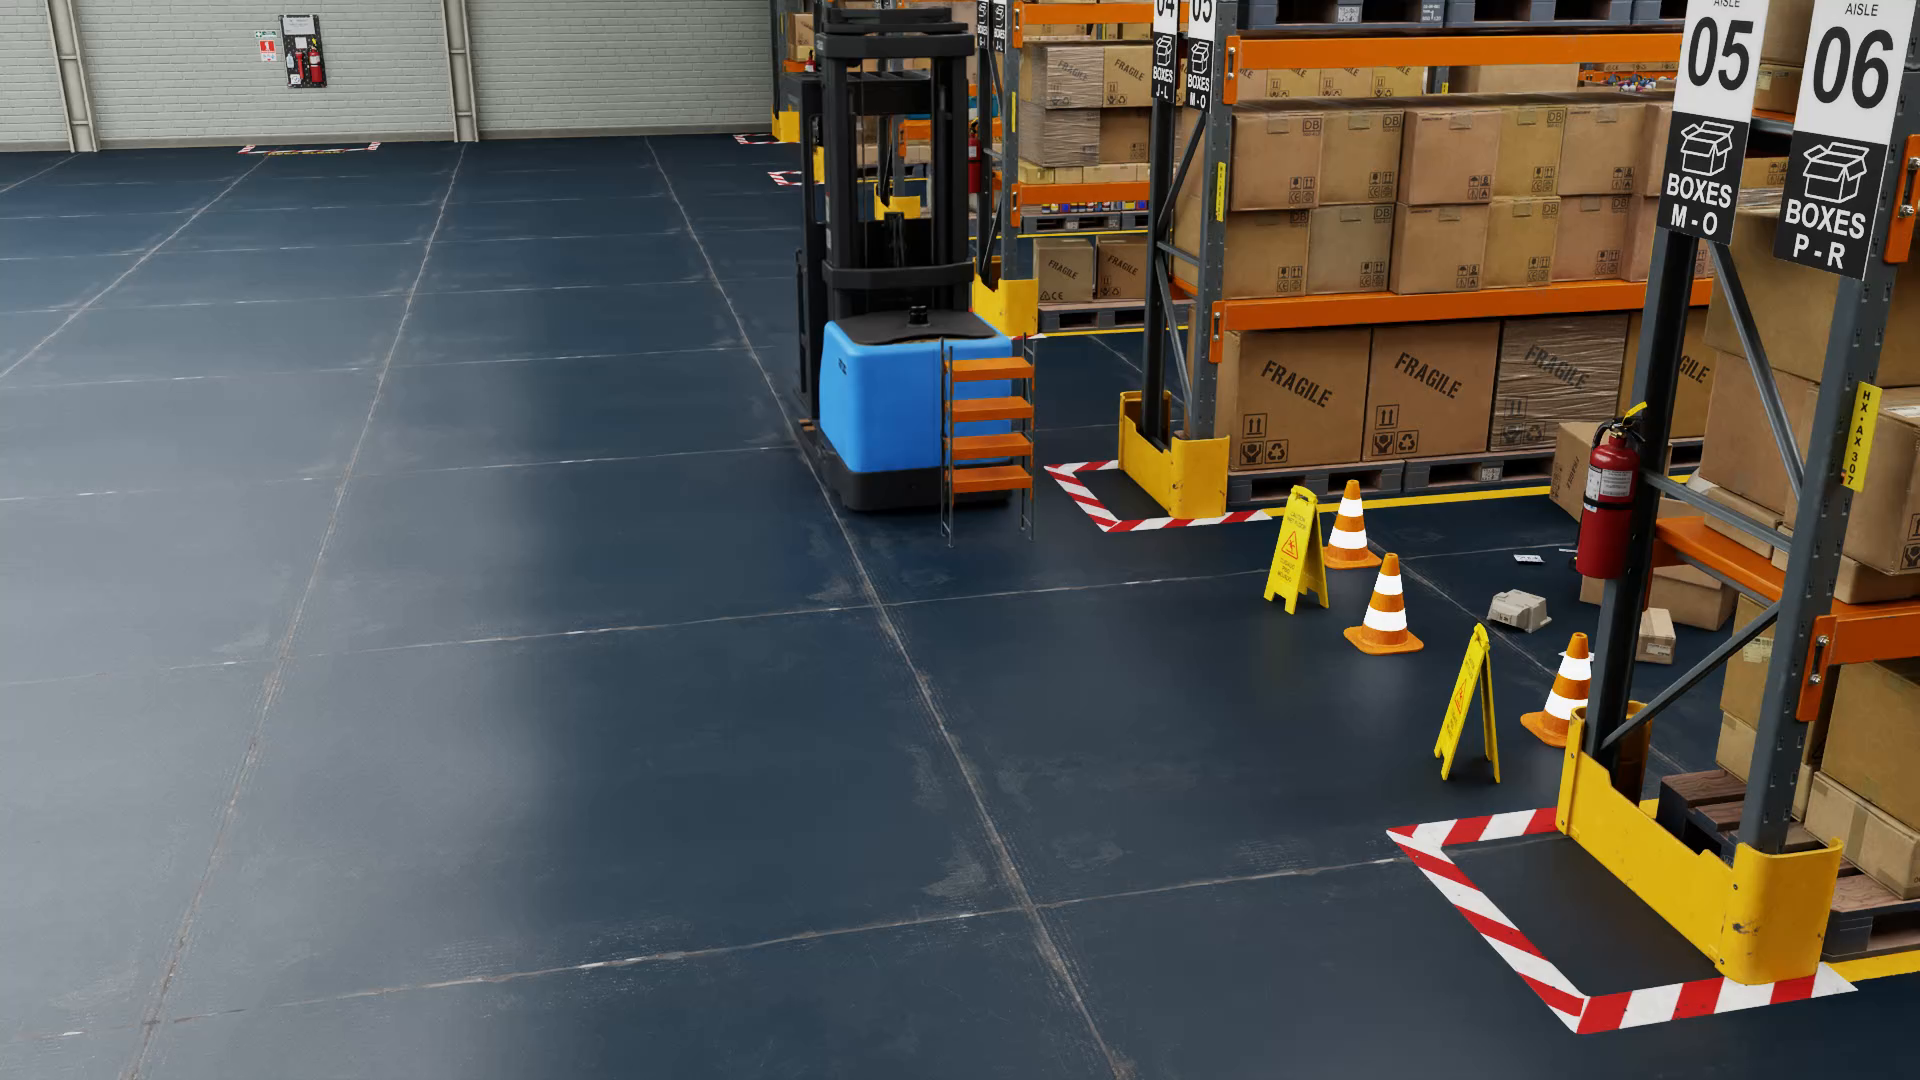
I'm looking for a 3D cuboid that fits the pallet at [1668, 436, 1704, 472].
[{"bbox_3d":[4.506,-0.711,11.448,1.213,0.211,1.003,-5,21,-12],"label":"pallet"}]

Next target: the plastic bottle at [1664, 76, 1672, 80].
[{"bbox_3d":[8.975,-5.721,21.143,0.185,0.351,0.144,-5,21,-12],"label":"plastic bottle"}]

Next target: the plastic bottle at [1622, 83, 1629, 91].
[{"bbox_3d":[8.393,-5.628,21.004,0.097,0.271,0.097,0,20,0],"label":"plastic bottle"}]

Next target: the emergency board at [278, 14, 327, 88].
[{"bbox_3d":[-10.862,-8.067,27.476,0.643,1.169,0.194,-5,21,-12],"label":"emergency board"}]

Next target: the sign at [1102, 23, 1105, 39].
[{"bbox_3d":[2.074,-7.297,23.999,0.005,0.325,0.100,-5,21,-12],"label":"sign"}]

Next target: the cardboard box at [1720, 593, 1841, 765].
[{"bbox_3d":[3.328,0.503,6.379,0.500,0.500,0.500,-5,21,-12],"label":"cardboard box"}]

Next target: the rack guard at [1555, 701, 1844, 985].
[{"bbox_3d":[2.682,1.079,6.142,0.348,0.500,1.175,-5,21,-12],"label":"rack guard"}]

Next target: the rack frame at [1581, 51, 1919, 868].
[{"bbox_3d":[2.608,-0.089,5.695,0.127,3.000,1.000,-5,21,-12],"label":"rack frame"}]

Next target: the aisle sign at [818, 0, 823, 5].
[{"bbox_3d":[-1.941,-7.835,23.063,0.004,0.787,0.394,-5,21,-12],"label":"aisle sign"}]

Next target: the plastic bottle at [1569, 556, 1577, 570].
[{"bbox_3d":[3.584,0.120,9.398,0.283,0.061,0.133,-13,24,-31],"label":"plastic bottle"}]

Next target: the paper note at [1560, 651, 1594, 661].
[{"bbox_3d":[3.070,0.564,8.229,0.142,0.019,0.148,-13,24,-31],"label":"paper note"}]

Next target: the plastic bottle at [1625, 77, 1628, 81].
[{"bbox_3d":[8.691,-5.933,21.819,0.133,0.283,0.061,-5,21,-12],"label":"plastic bottle"}]

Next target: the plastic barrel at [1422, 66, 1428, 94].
[{"bbox_3d":[5.612,-5.563,20.478,0.421,0.512,0.421,0,20,0],"label":"plastic barrel"}]

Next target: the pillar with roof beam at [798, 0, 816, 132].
[{"bbox_3d":[-1.619,-10.101,24.306,0.400,9.000,9.100,-5,21,-12],"label":"pillar with roof beam"}]

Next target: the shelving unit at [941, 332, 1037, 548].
[{"bbox_3d":[0.161,-0.576,9.644,0.503,1.200,0.258,-5,21,-12],"label":"shelving unit"}]

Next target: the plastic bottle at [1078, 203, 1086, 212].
[{"bbox_3d":[1.455,-4.063,19.873,0.097,0.271,0.097,0,20,0],"label":"plastic bottle"}]

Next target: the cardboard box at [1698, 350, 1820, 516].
[{"bbox_3d":[3.073,-0.410,5.996,0.500,0.500,0.500,-5,21,-13],"label":"cardboard box"}]

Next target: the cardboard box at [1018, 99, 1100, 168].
[{"bbox_3d":[0.869,-3.627,14.776,0.500,0.500,0.875,-5,21,-12],"label":"cardboard box"}]

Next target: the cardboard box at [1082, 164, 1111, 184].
[{"bbox_3d":[1.155,-3.259,14.715,0.250,0.149,0.380,-5,21,-12],"label":"cardboard box"}]

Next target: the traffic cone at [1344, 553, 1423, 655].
[{"bbox_3d":[2.144,0.292,8.344,0.334,0.463,0.336,-5,21,-12],"label":"traffic cone"}]

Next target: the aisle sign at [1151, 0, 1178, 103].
[{"bbox_3d":[1.233,-3.053,10.008,0.004,0.787,0.394,-5,21,-12],"label":"aisle sign"}]

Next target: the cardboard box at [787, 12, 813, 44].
[{"bbox_3d":[-2.682,-8.779,28.519,0.500,0.500,0.500,-5,21,-13],"label":"cardboard box"}]

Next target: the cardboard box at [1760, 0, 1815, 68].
[{"bbox_3d":[3.044,-1.697,5.511,0.500,0.250,0.500,-5,21,-13],"label":"cardboard box"}]

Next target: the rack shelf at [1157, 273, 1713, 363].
[{"bbox_3d":[3.317,-1.558,10.753,4.000,0.370,1.077,-5,21,-12],"label":"rack shelf"}]

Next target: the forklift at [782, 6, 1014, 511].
[{"bbox_3d":[-0.543,-2.027,11.086,1.130,2.935,3.031,-5,21,-14],"label":"forklift"}]

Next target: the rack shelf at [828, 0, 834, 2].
[{"bbox_3d":[-0.002,-7.951,23.844,4.000,0.370,1.077,-5,21,-12],"label":"rack shelf"}]

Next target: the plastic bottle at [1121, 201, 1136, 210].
[{"bbox_3d":[2.019,-4.155,20.007,0.185,0.351,0.144,-5,21,-13],"label":"plastic bottle"}]

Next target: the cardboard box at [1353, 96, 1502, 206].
[{"bbox_3d":[2.831,-2.405,10.230,0.550,0.550,0.875,-5,21,-12],"label":"cardboard box"}]

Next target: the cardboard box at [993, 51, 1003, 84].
[{"bbox_3d":[0.513,-6.966,24.325,0.500,0.500,0.700,-4,21,-12],"label":"cardboard box"}]

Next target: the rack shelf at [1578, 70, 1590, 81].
[{"bbox_3d":[7.784,-7.176,26.089,4.000,0.370,1.077,-5,21,-12],"label":"rack shelf"}]

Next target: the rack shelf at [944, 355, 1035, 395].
[{"bbox_3d":[0.161,-0.945,9.509,0.480,0.148,0.258,-5,21,-12],"label":"rack shelf"}]

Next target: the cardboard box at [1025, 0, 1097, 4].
[{"bbox_3d":[0.856,-4.695,14.129,0.500,0.250,0.500,-4,21,-11],"label":"cardboard box"}]

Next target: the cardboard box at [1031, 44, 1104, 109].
[{"bbox_3d":[0.926,-4.014,14.381,0.500,0.500,0.500,-5,21,-12],"label":"cardboard box"}]

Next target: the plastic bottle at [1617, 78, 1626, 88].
[{"bbox_3d":[8.594,-5.874,21.658,0.133,0.283,0.061,-5,21,-12],"label":"plastic bottle"}]

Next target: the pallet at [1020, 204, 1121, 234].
[{"bbox_3d":[1.228,-3.934,20.247,1.213,0.211,1.003,-5,21,-12],"label":"pallet"}]

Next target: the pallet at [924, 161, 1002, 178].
[{"bbox_3d":[-0.028,-5.583,24.747,1.213,0.211,1.003,-5,21,-12],"label":"pallet"}]

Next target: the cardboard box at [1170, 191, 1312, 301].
[{"bbox_3d":[1.722,-1.852,10.293,0.550,0.550,0.875,-5,21,-12],"label":"cardboard box"}]

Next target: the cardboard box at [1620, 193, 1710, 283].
[{"bbox_3d":[4.377,-2.040,10.805,0.550,0.550,0.875,-5,21,-12],"label":"cardboard box"}]

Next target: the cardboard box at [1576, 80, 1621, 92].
[{"bbox_3d":[5.886,-4.136,15.984,0.637,0.503,0.797,-3,20,-7],"label":"cardboard box"}]

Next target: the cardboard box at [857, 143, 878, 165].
[{"bbox_3d":[-1.375,-5.596,24.117,0.500,0.250,0.500,-5,21,-12],"label":"cardboard box"}]

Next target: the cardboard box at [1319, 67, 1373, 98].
[{"bbox_3d":[3.360,-4.211,14.917,0.500,0.500,0.500,-5,21,-12],"label":"cardboard box"}]

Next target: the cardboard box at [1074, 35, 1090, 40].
[{"bbox_3d":[1.729,-7.297,24.285,0.250,0.149,0.380,-5,21,-13],"label":"cardboard box"}]

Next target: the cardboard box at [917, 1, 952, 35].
[{"bbox_3d":[-0.438,-7.499,23.893,0.500,0.500,0.700,-5,21,-12],"label":"cardboard box"}]

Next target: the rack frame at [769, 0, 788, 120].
[{"bbox_3d":[-3.091,-8.380,28.330,0.127,3.000,1.000,-5,21,-12],"label":"rack frame"}]

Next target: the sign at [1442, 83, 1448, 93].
[{"bbox_3d":[4.353,-3.948,14.972,0.005,0.325,0.100,-5,21,-12],"label":"sign"}]

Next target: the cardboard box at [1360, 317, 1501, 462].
[{"bbox_3d":[2.871,-1.083,10.889,0.875,0.875,0.875,-5,21,-13],"label":"cardboard box"}]

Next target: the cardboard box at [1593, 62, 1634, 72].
[{"bbox_3d":[10.289,-7.668,26.241,0.500,0.500,0.500,-4,21,-11],"label":"cardboard box"}]
